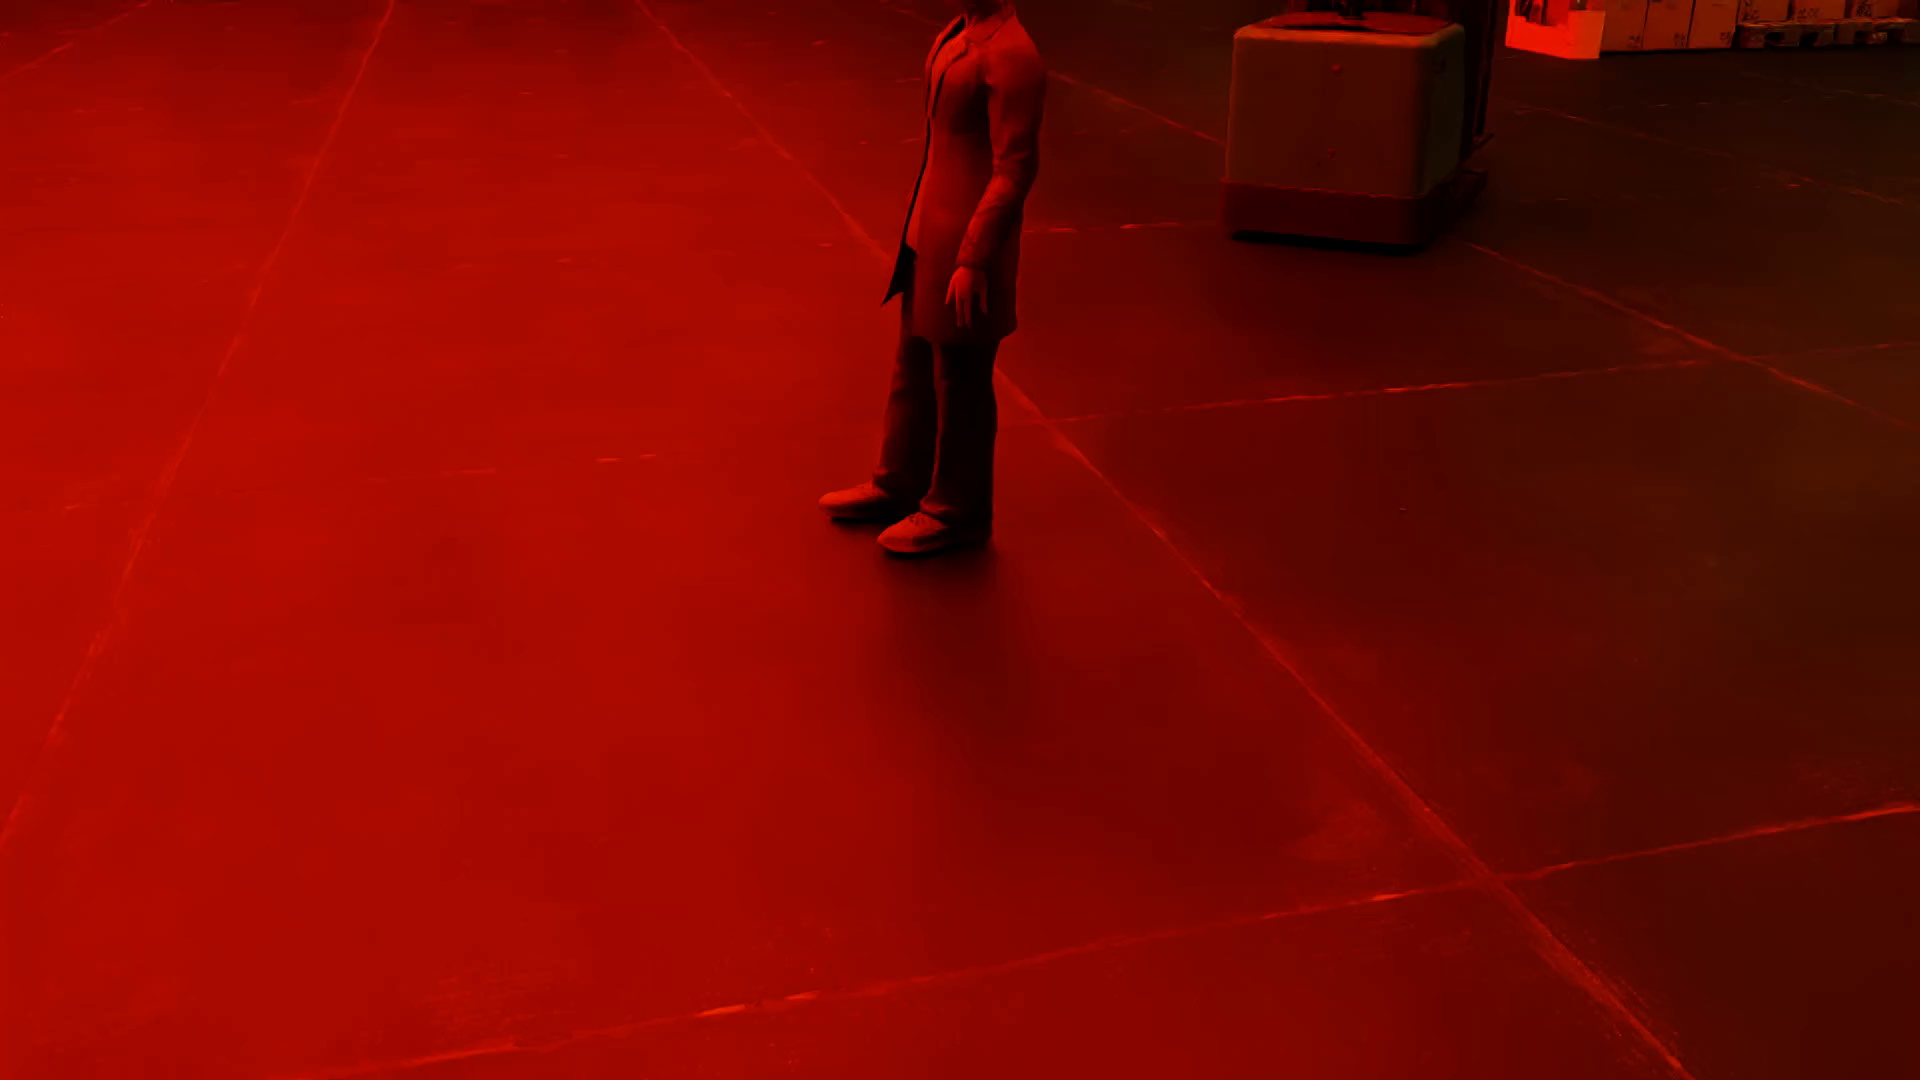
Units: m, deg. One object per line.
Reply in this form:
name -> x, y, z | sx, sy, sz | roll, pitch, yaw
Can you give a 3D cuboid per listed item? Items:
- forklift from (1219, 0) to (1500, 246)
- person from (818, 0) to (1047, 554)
forklift -> 2.468, -3.373, 9.234 | 1.130, 2.935, 3.031 | 11, 25, 24
person -> -0.089, -0.817, 4.684 | 0.580, 1.776, 0.694 | -6, 24, -14
